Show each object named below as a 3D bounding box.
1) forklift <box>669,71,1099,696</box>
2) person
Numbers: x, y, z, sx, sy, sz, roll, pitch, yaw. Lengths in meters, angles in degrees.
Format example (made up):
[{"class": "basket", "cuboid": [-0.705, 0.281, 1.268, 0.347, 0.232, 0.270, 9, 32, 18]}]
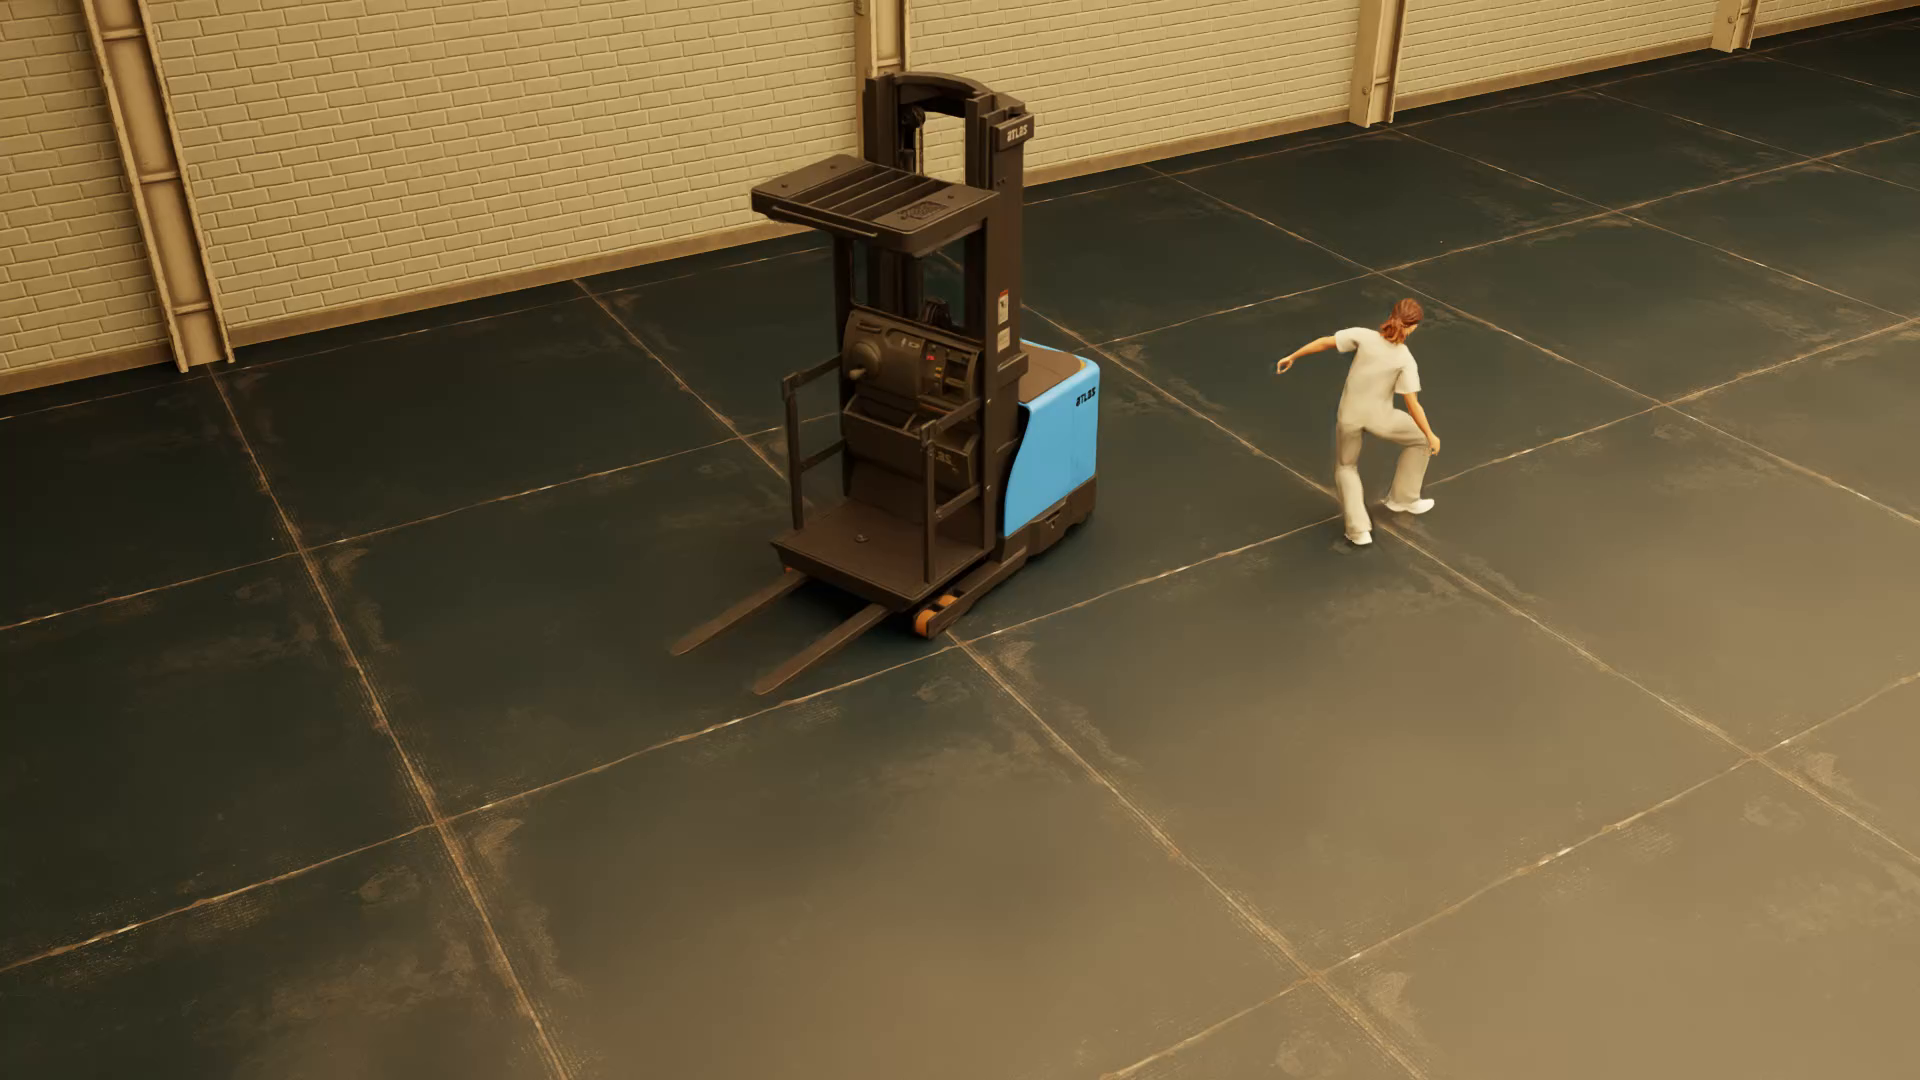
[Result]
[{"class": "forklift", "cuboid": [-0.410, -0.977, 9.278, 1.130, 2.935, 3.031, 21, 37, 31]}, {"class": "person", "cuboid": [2.469, -0.746, 10.341, 1.069, 1.591, 0.603, 14, 34, 22]}]
